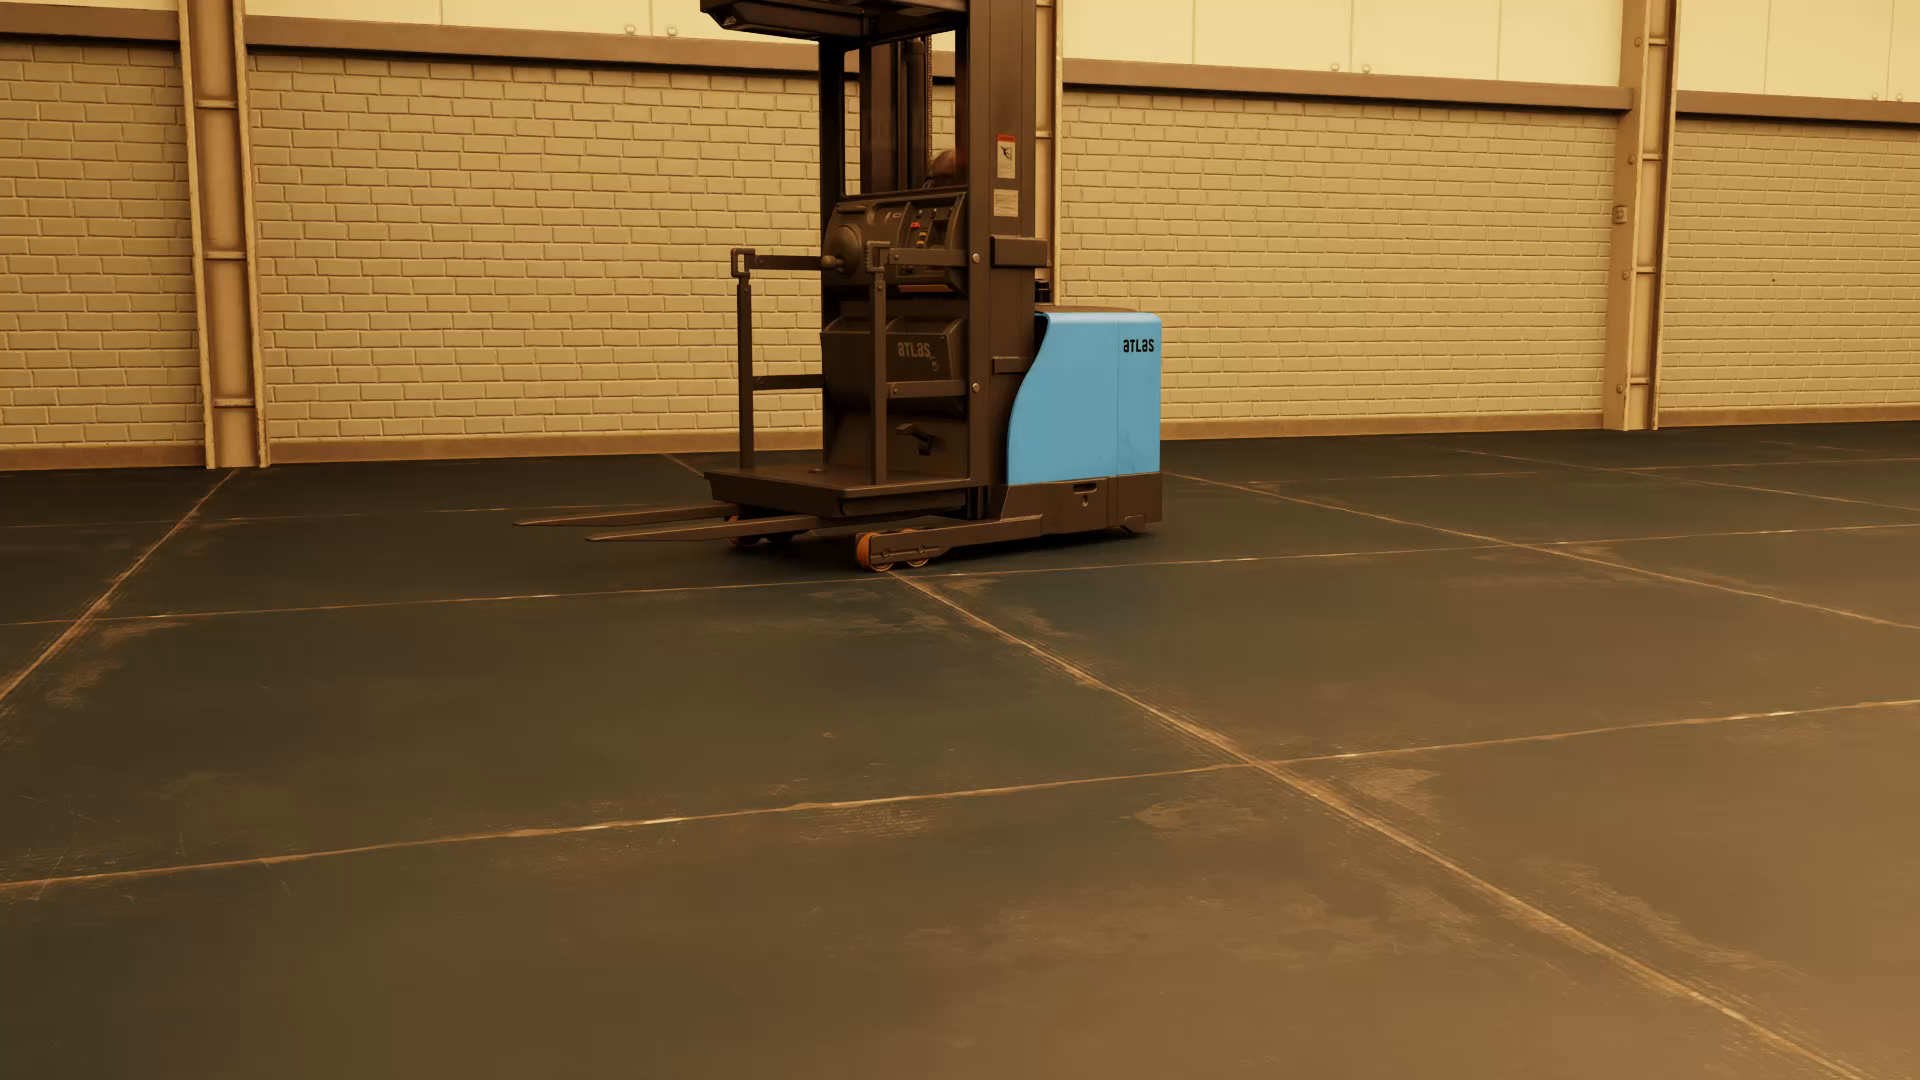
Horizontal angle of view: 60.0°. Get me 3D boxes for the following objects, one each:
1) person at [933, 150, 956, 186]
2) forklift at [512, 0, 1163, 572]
[{"bbox_3d":[0.086,-0.978,7.798,0.484,1.643,0.593,-3,8,-18],"label":"person"},{"bbox_3d":[-0.461,-1.399,7.333,3.031,2.935,1.130,-7,10,-40],"label":"forklift"}]
